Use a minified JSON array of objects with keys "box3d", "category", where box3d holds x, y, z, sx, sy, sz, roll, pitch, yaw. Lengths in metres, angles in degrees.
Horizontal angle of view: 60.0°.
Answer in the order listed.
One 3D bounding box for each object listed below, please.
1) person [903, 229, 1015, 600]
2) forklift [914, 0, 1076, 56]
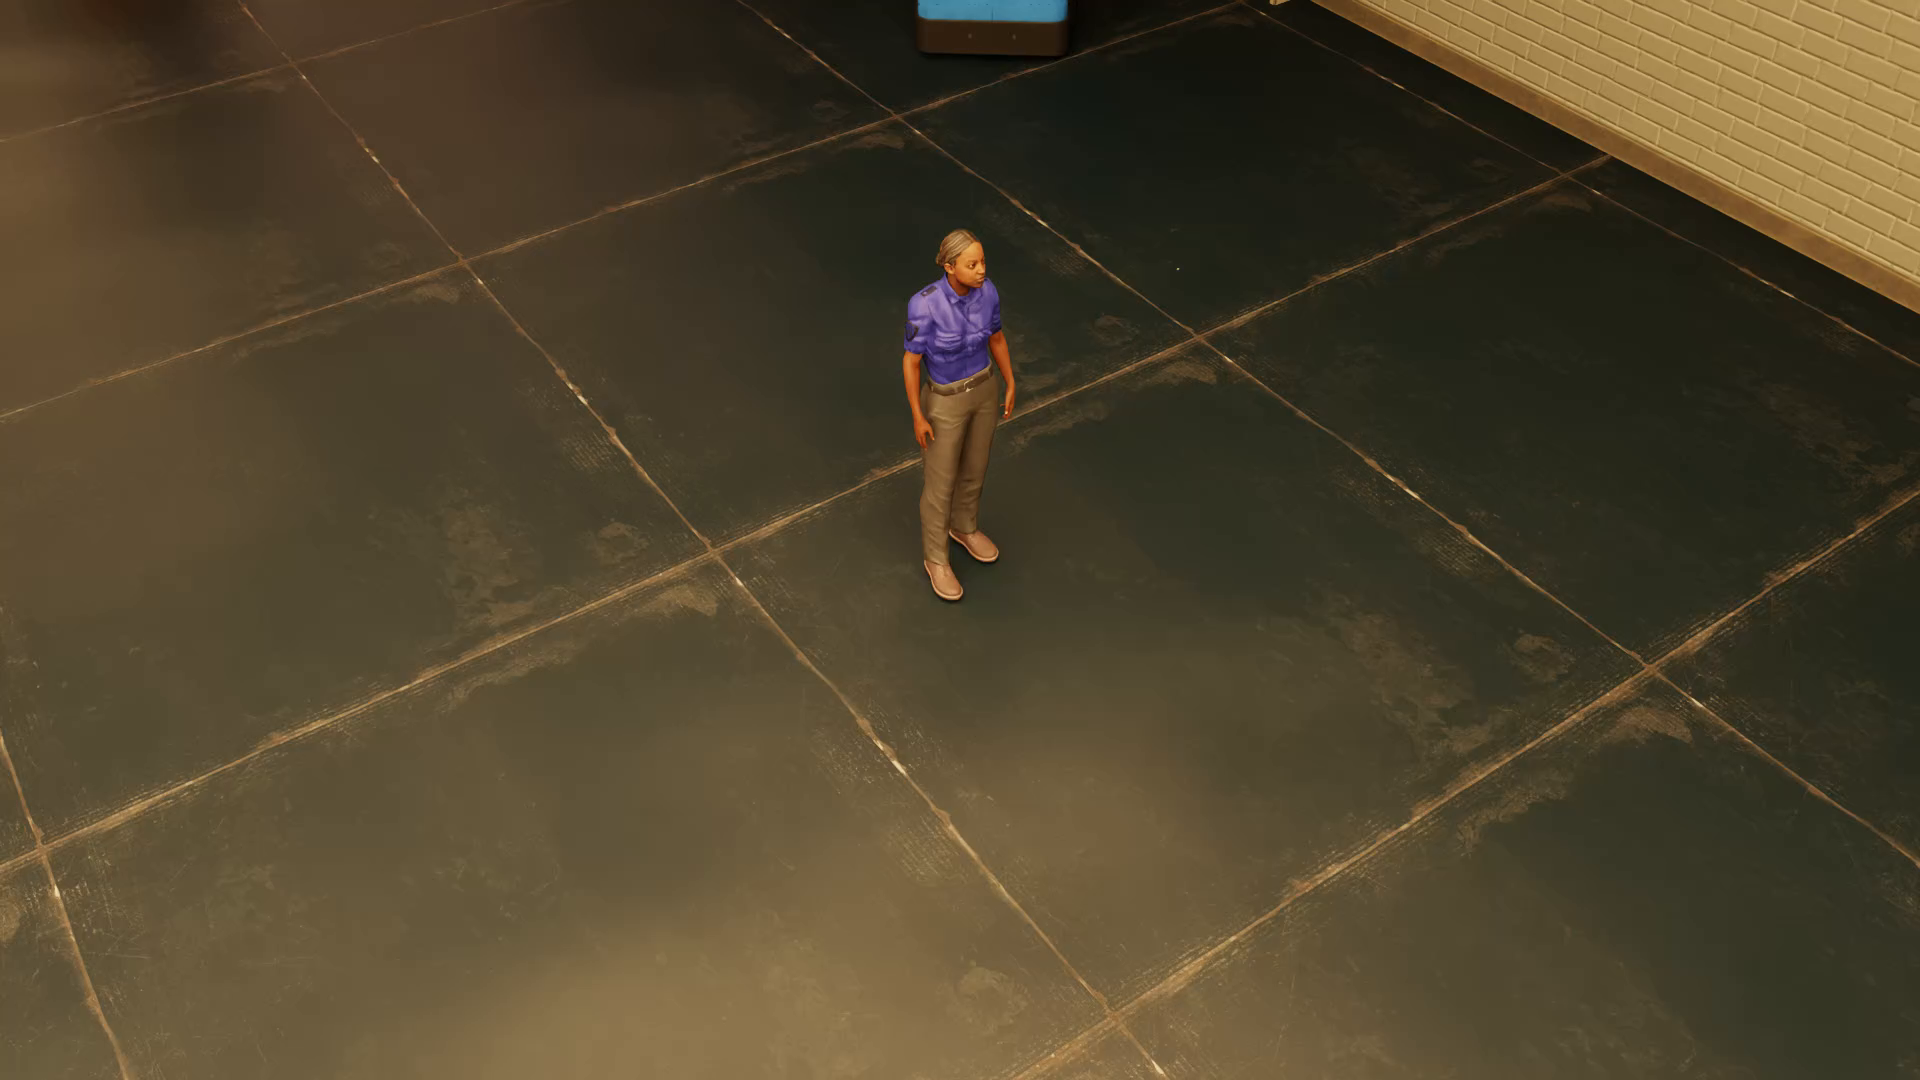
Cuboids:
[{"box3d":[0.034,-0.557,7.252,0.569,1.654,0.504,-25,48,-25],"category":"person"},{"box3d":[0.298,-5.369,11.542,1.130,2.935,3.031,2,43,2],"category":"forklift"}]
